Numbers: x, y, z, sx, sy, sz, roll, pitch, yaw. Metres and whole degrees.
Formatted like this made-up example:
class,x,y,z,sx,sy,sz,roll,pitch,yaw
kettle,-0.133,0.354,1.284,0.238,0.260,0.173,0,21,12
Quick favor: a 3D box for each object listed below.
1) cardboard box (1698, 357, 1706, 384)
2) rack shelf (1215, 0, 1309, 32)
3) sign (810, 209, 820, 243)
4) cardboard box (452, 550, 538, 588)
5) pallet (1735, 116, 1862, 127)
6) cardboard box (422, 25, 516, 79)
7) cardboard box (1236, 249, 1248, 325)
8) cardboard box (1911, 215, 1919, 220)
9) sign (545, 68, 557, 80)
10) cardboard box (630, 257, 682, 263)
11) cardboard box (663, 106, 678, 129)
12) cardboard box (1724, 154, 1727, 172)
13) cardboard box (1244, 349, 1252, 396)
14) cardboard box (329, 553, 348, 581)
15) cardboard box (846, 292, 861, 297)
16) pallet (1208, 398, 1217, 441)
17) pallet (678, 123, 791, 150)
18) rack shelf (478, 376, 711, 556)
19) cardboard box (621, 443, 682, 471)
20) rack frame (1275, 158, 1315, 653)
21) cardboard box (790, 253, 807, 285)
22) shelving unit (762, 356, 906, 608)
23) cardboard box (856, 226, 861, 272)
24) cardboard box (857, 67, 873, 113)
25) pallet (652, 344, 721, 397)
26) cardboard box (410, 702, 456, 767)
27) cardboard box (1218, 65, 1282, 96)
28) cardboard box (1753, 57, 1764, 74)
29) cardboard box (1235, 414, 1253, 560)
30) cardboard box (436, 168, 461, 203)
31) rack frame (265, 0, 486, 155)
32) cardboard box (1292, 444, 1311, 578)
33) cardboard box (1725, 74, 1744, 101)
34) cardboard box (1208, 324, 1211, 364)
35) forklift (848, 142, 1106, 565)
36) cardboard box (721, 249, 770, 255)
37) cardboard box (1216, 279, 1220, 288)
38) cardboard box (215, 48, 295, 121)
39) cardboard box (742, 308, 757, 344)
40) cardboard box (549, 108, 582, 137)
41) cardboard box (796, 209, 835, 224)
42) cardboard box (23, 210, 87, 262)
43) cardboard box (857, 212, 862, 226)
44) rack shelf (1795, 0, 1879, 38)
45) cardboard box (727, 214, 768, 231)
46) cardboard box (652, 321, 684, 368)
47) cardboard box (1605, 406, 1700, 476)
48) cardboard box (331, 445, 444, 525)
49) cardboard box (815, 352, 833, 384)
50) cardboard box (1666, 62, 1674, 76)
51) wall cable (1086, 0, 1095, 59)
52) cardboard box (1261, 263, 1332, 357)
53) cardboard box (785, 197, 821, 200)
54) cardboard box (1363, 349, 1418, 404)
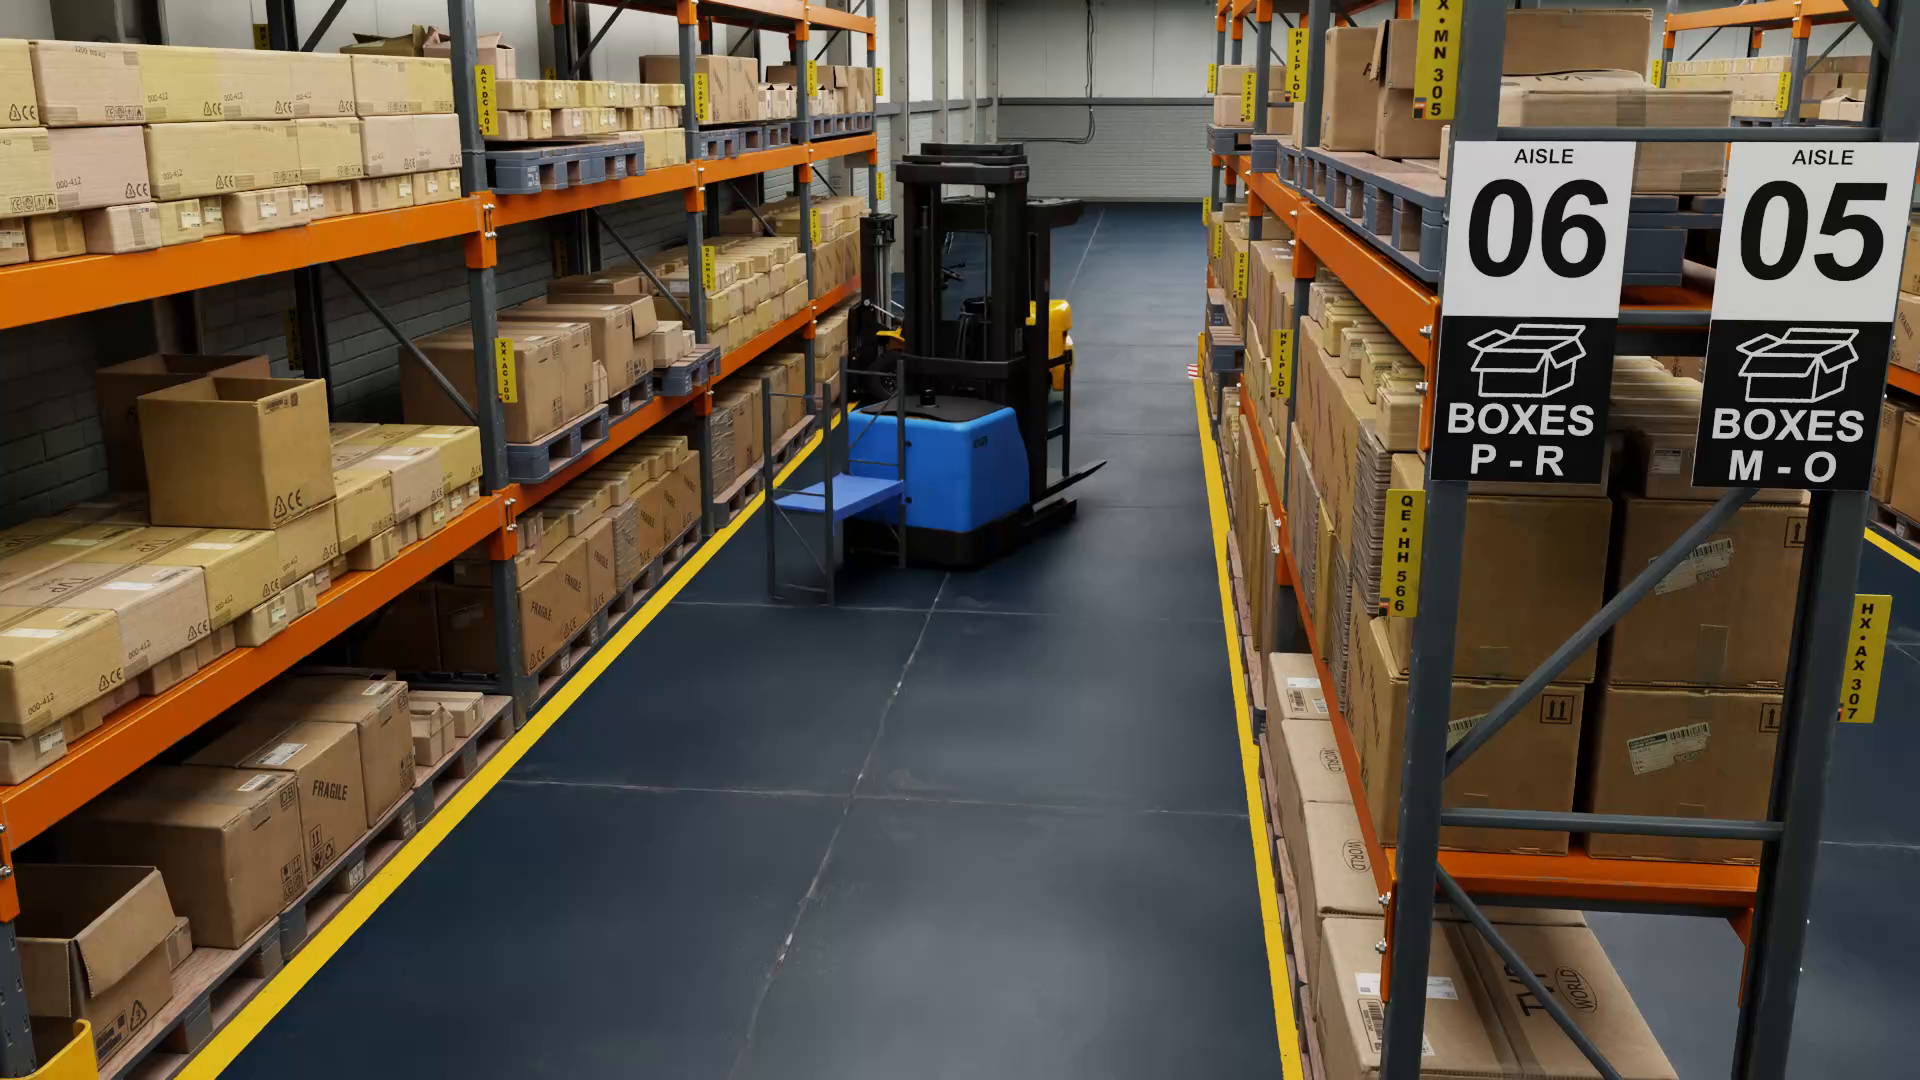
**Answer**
class,x,y,z,sx,sy,sz,roll,pitch,yaw
cardboard box,8.157,-1.837,16.975,0.875,0.875,0.875,2,15,7
rack shelf,3.214,-5.450,16.964,1.077,0.370,4.000,2,15,6
sign,-1.403,-3.037,16.081,0.100,0.325,0.005,2,15,6
cardboard box,-2.542,0.151,9.100,0.380,0.149,0.250,2,15,9
pallet,8.021,-3.882,15.696,1.003,0.211,1.213,2,15,6
cardboard box,-2.465,-2.444,8.330,0.396,0.266,0.258,2,15,6
cardboard box,2.312,-1.868,12.257,0.500,0.500,0.500,1,15,5
cardboard box,7.755,-2.403,13.693,0.700,0.500,0.500,2,15,7
sign,-2.946,-3.247,12.034,0.100,0.325,0.005,2,15,6
cardboard box,-2.541,-2.279,13.910,0.380,0.149,0.250,1,15,5
cardboard box,-2.196,-2.961,11.645,0.380,0.149,0.250,2,15,7
cardboard box,1.986,-1.125,4.816,0.380,0.149,0.250,2,15,8
cardboard box,2.232,-1.155,11.475,0.500,0.250,0.500,1,15,5
cardboard box,-2.842,0.091,7.062,0.380,0.149,0.250,2,15,7
cardboard box,-1.234,-2.797,19.806,0.500,0.250,0.500,2,15,8
pallet,3.029,-1.214,16.746,1.003,0.211,1.213,2,15,6
pallet,-2.030,-3.656,15.058,0.805,0.209,1.217,1,15,4
rack shelf,-2.621,-0.626,10.610,1.077,0.370,4.000,2,15,6
cardboard box,-2.199,-0.594,11.855,0.380,0.149,0.250,1,15,3
rack frame,2.086,-0.310,8.061,1.000,3.000,0.127,2,15,6
cardboard box,-1.745,-2.564,15.727,0.500,0.250,0.500,1,15,5
shelving unit,-0.838,-0.425,11.360,0.538,1.500,1.048,7,17,25
cardboard box,-1.355,-3.346,19.098,0.500,0.500,0.500,2,15,8
cardboard box,-1.300,-5.193,19.185,0.500,0.500,0.500,2,15,8
pallet,-2.402,-1.222,11.802,1.213,0.211,1.003,2,15,6
cardboard box,-2.658,0.908,7.991,0.396,0.266,0.258,2,15,8
cardboard box,2.478,-3.935,14.246,0.500,0.250,0.500,1,15,5
cardboard box,7.701,-4.463,15.630,0.380,0.149,0.250,2,15,6
cardboard box,2.377,-0.348,11.467,0.875,0.875,0.875,2,15,6
cardboard box,-2.593,-1.680,7.862,0.380,0.149,0.250,2,15,6
rack frame,-2.846,-3.351,7.815,1.000,3.000,0.127,2,15,6
cardboard box,1.712,-0.114,7.144,0.500,0.500,0.500,2,15,7
cardboard box,7.835,-4.431,16.278,0.500,0.250,0.500,2,15,6
cardboard box,2.953,-2.187,18.029,0.500,0.500,0.500,2,15,7
forklift,0.275,-1.572,12.862,1.130,2.935,3.031,8,17,26
cardboard box,-1.876,-2.464,14.593,0.380,0.149,0.250,2,15,7
cardboard box,2.834,-2.619,17.084,0.380,0.149,0.250,1,15,5
cardboard box,-2.831,-1.680,6.143,0.500,0.250,0.500,2,15,8
cardboard box,-1.989,-1.792,13.830,0.500,0.250,0.500,1,15,4
cardboard box,-2.309,-2.296,9.146,0.380,0.149,0.250,2,15,7
cardboard box,-1.520,-3.378,17.402,0.380,0.149,0.250,1,15,5
cardboard box,-2.981,-0.955,5.182,0.380,0.149,0.250,2,15,7
cardboard box,-1.342,-3.698,19.157,0.380,0.149,0.250,2,15,7
rack shelf,7.693,-4.102,12.737,1.077,0.370,4.000,2,15,6
cardboard box,-2.138,-3.190,16.710,0.380,0.149,0.250,1,15,5
cardboard box,-2.192,-1.340,11.352,0.500,0.250,0.500,1,15,4
cardboard box,1.909,-0.270,4.566,0.380,0.149,0.250,2,15,8
cardboard box,-2.703,-0.257,7.582,0.500,0.250,0.500,2,15,6
cardboard box,-1.582,-1.763,16.941,0.500,0.250,0.500,2,15,6
cardboard box,8.016,-5.188,18.313,0.380,0.149,0.250,2,15,7
wall cable,5.253,-15.675,49.663,3.097,2.526,0.112,2,15,6
cardboard box,2.058,-1.364,9.853,0.500,0.500,0.500,2,15,7
cardboard box,-1.835,-3.924,19.425,0.380,0.149,0.250,2,15,8
cardboard box,1.566,-0.548,5.592,0.380,0.149,0.250,2,15,8
